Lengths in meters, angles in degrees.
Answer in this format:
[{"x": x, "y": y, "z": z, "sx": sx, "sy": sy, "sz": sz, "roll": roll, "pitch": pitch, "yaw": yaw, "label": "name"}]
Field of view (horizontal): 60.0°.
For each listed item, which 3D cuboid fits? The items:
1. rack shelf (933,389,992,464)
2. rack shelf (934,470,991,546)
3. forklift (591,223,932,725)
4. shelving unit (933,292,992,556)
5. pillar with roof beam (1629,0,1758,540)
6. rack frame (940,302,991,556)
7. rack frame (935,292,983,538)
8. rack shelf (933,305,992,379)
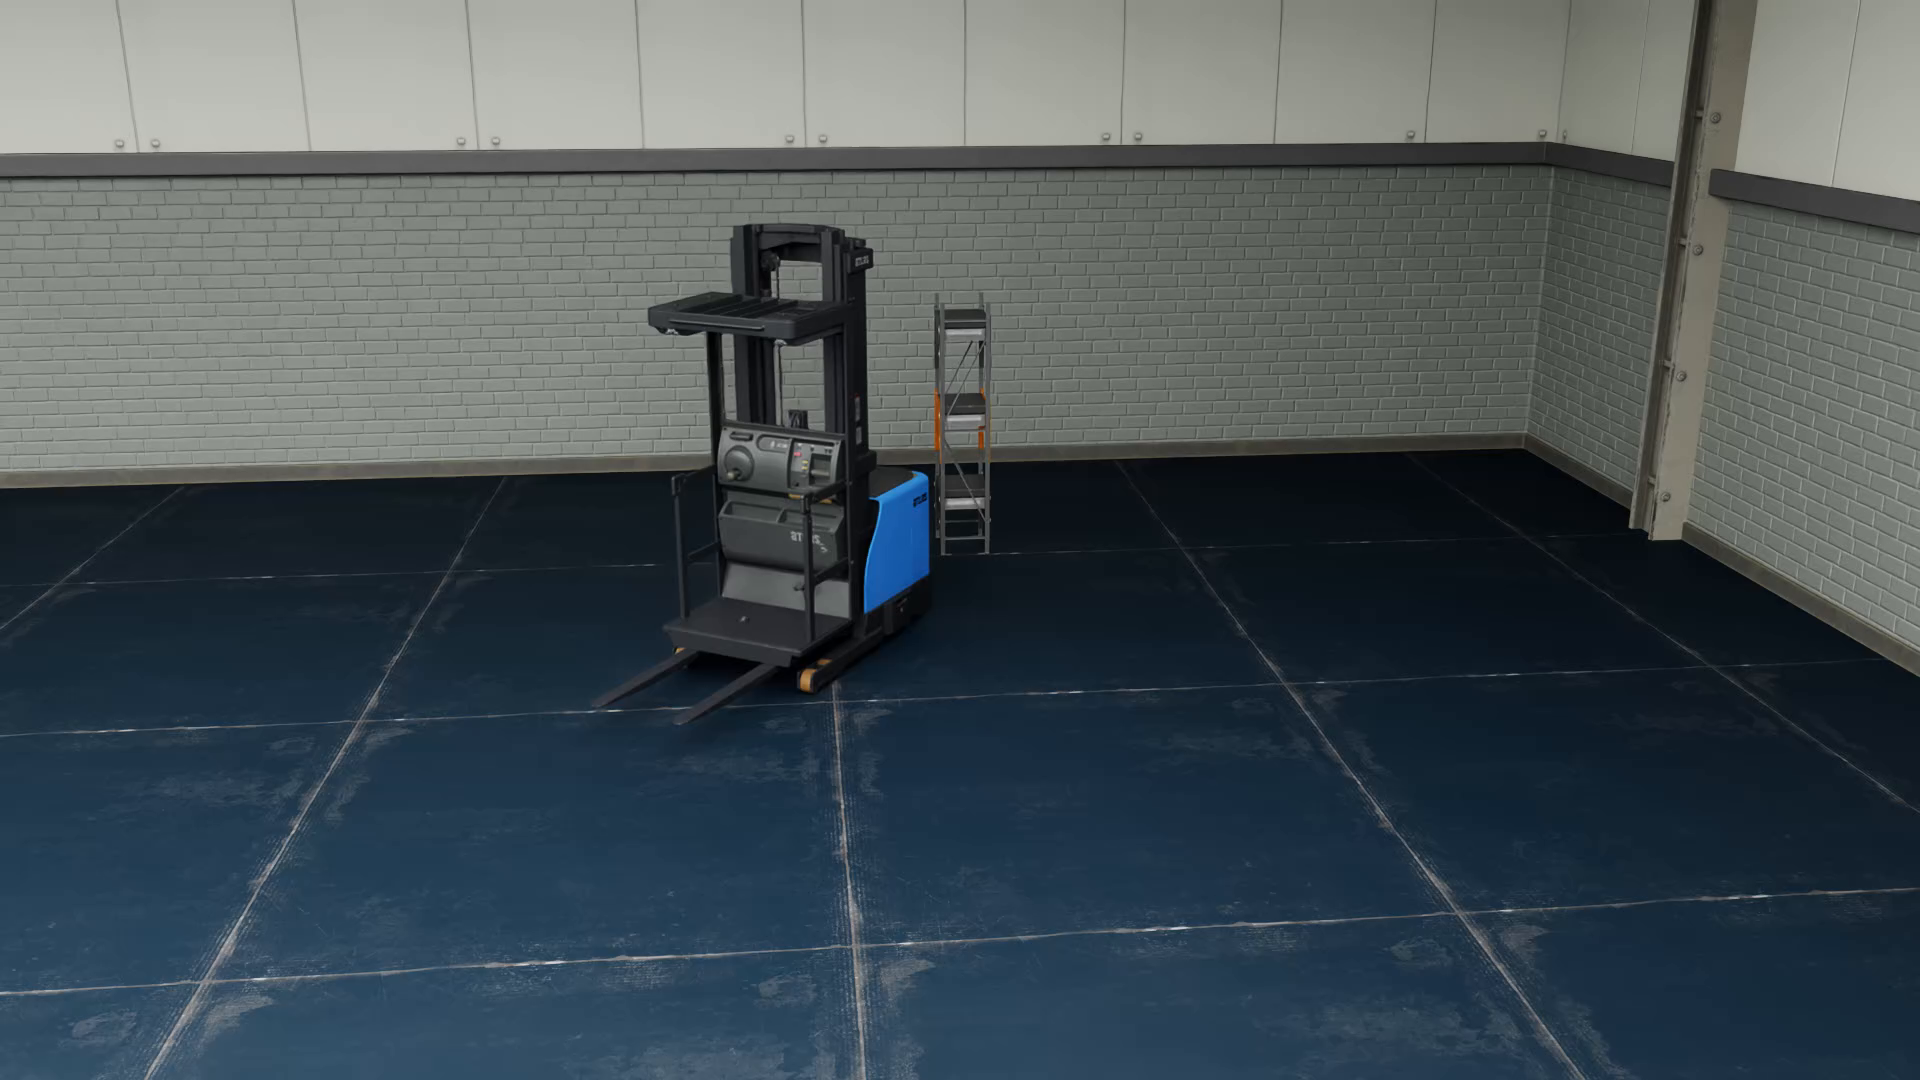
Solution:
[{"x": 0.017, "y": -0.939, "z": 13.710, "sx": 0.431, "sy": 0.518, "sz": 0.480, "roll": -2, "pitch": 18, "yaw": -6, "label": "rack shelf"}, {"x": 0.017, "y": -0.272, "z": 13.919, "sx": 0.431, "sy": 0.518, "sz": 0.480, "roll": -2, "pitch": 18, "yaw": -6, "label": "rack shelf"}, {"x": -1.308, "y": -0.536, "z": 10.990, "sx": 1.130, "sy": 2.935, "sz": 3.031, "roll": 8, "pitch": 19, "yaw": 25, "label": "forklift"}, {"x": 0.017, "y": -0.952, "z": 13.705, "sx": 0.431, "sy": 2.100, "sz": 0.503, "roll": -2, "pitch": 18, "yaw": -6, "label": "shelving unit"}, {"x": 1.736, "y": -4.222, "z": 12.601, "sx": 9.100, "sy": 9.000, "sz": 0.400, "roll": -2, "pitch": 18, "yaw": -6, "label": "pillar with roof beam"}, {"x": 0.042, "y": -0.880, "z": 13.474, "sx": 0.400, "sy": 2.100, "sz": 0.015, "roll": -2, "pitch": 18, "yaw": -6, "label": "rack frame"}, {"x": -0.008, "y": -1.025, "z": 13.937, "sx": 0.400, "sy": 2.100, "sz": 0.015, "roll": -2, "pitch": 18, "yaw": -6, "label": "rack frame"}, {"x": 0.017, "y": -1.607, "z": 13.500, "sx": 0.431, "sy": 0.518, "sz": 0.480, "roll": -2, "pitch": 18, "yaw": -6, "label": "rack shelf"}]
